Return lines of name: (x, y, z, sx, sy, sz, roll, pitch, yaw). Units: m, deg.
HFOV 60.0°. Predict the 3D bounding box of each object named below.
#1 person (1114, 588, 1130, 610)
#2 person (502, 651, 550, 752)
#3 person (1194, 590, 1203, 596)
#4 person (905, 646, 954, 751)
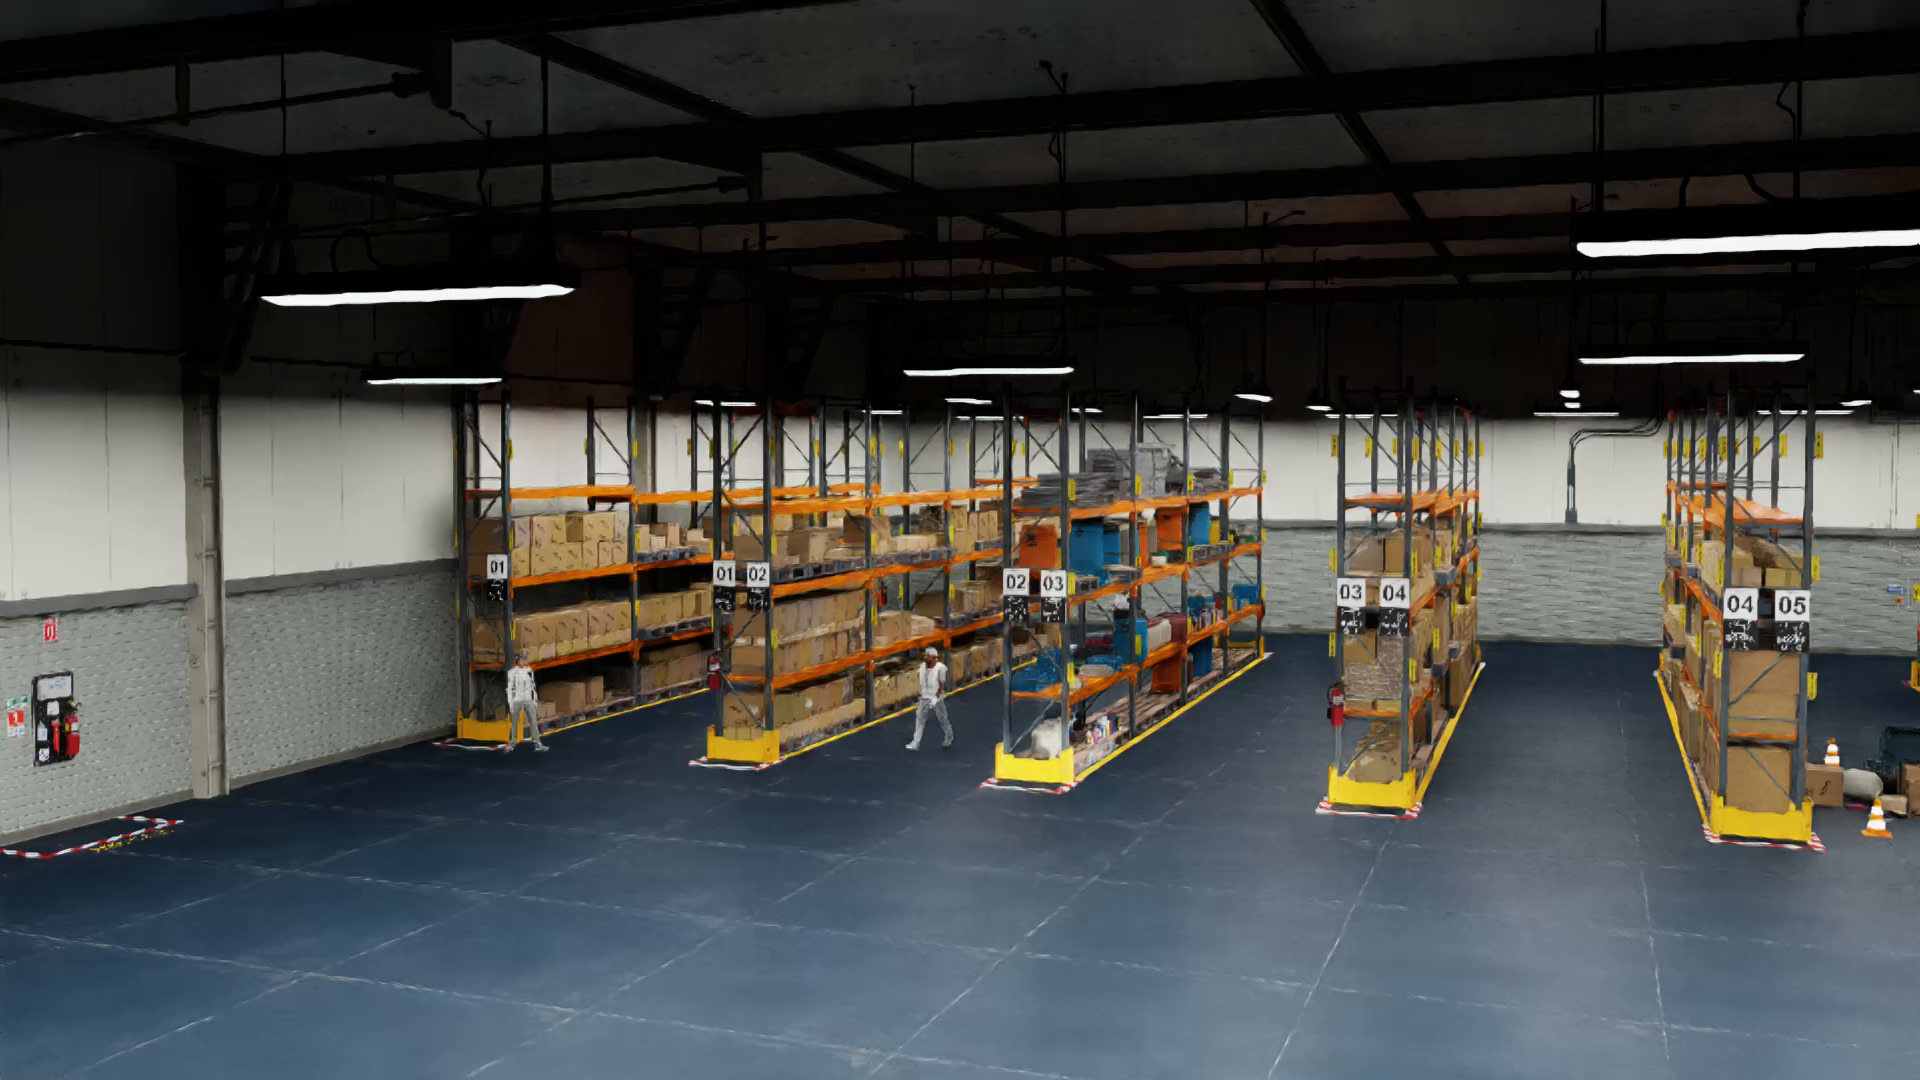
person: (4.074, 1.884, 41.118, 0.542, 1.675, 1.126, 1, 3, 22)
person: (-7.163, 2.648, 27.363, 0.685, 1.672, 0.544, -2, 4, -32)
person: (5.469, 2.019, 38.499, 0.479, 1.717, 0.565, 2, 4, 33)
person: (-0.474, 2.612, 27.524, 0.554, 1.722, 1.037, 2, 4, 30)
